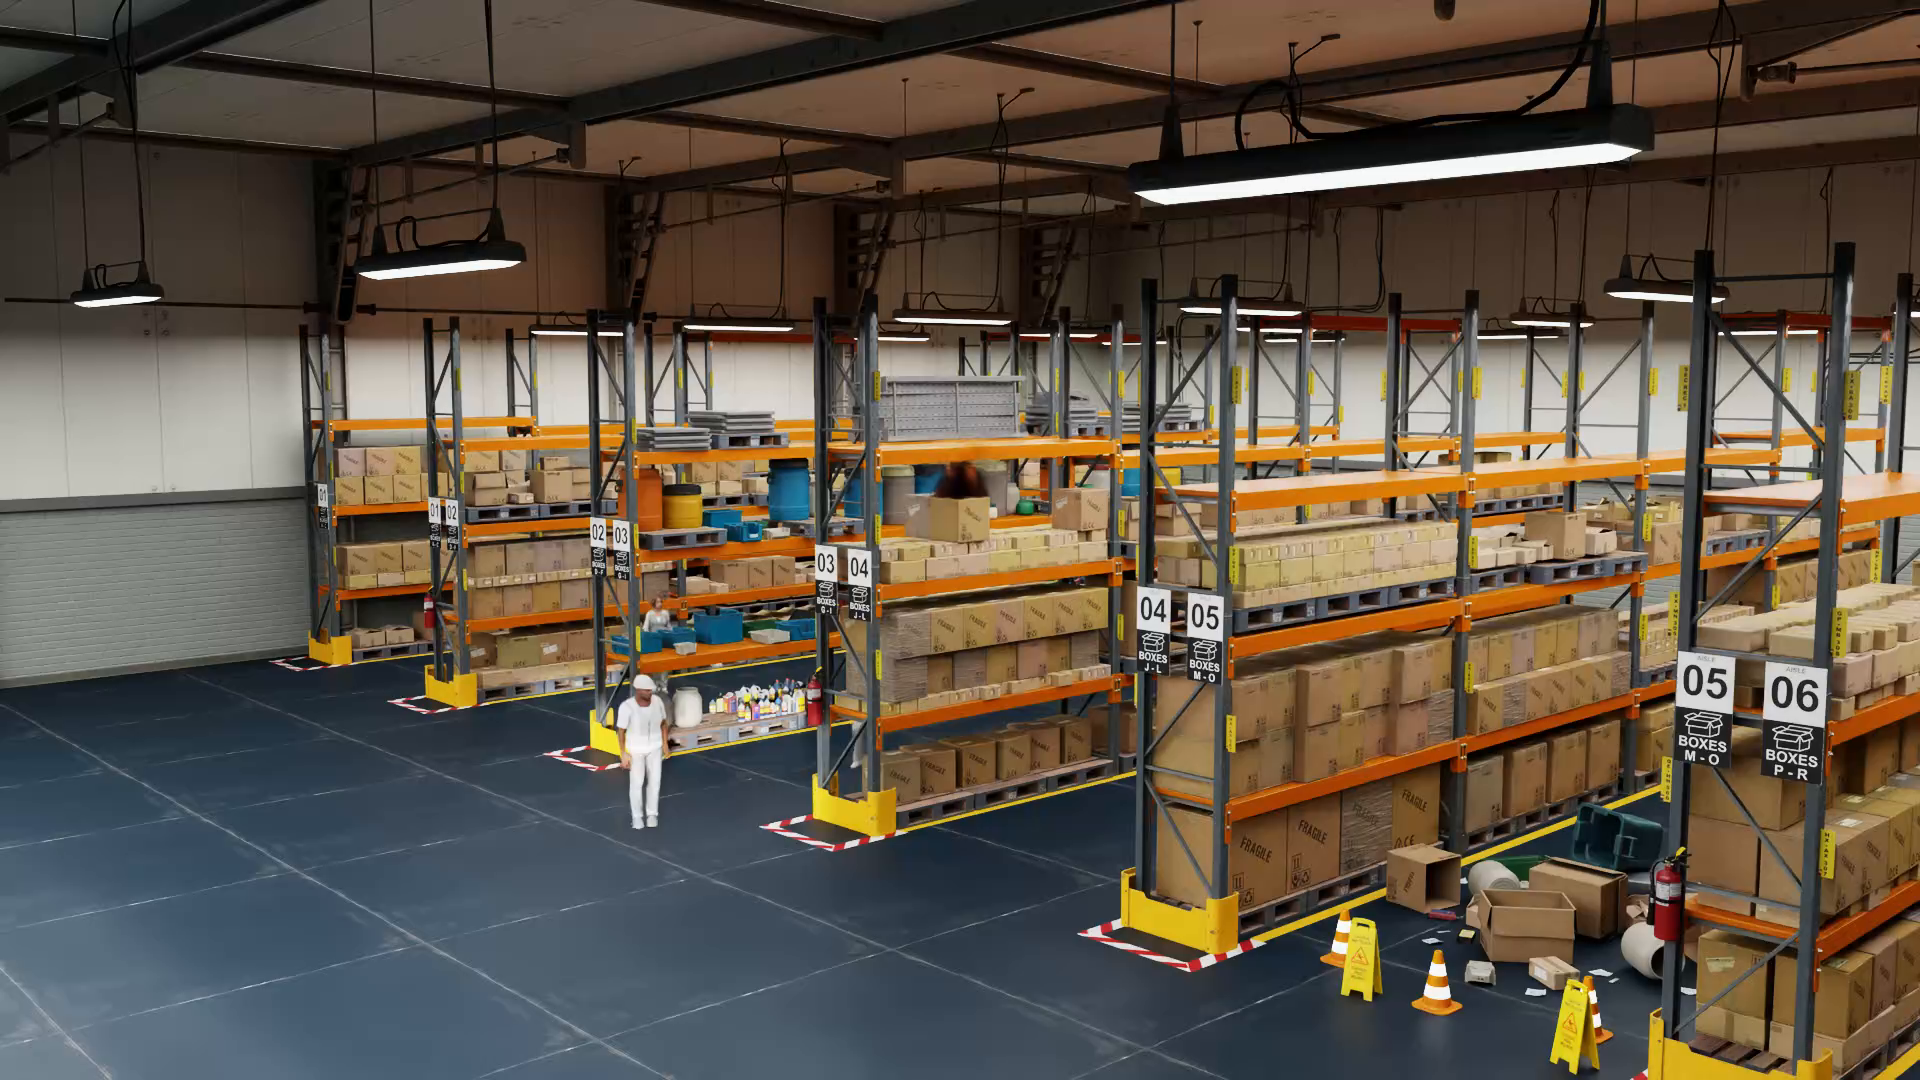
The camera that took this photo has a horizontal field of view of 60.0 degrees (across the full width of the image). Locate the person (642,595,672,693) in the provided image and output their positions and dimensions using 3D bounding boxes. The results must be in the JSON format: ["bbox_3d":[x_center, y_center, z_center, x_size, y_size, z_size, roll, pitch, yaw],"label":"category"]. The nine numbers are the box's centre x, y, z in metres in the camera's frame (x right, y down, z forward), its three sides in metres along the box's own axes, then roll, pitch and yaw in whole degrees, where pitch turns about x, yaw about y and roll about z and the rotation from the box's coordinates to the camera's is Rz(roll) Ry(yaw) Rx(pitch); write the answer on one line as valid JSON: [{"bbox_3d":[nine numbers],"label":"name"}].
[{"bbox_3d":[-4.869,1.701,26.691,0.449,1.574,0.465,0,6,1],"label":"person"}]

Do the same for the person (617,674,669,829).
[{"bbox_3d":[-3.583,2.388,18.873,0.603,1.772,0.450,-4,7,-32],"label":"person"}]

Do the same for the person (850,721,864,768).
[{"bbox_3d":[-1.200,2.178,21.848,0.497,1.690,0.494,1,6,13],"label":"person"}]
